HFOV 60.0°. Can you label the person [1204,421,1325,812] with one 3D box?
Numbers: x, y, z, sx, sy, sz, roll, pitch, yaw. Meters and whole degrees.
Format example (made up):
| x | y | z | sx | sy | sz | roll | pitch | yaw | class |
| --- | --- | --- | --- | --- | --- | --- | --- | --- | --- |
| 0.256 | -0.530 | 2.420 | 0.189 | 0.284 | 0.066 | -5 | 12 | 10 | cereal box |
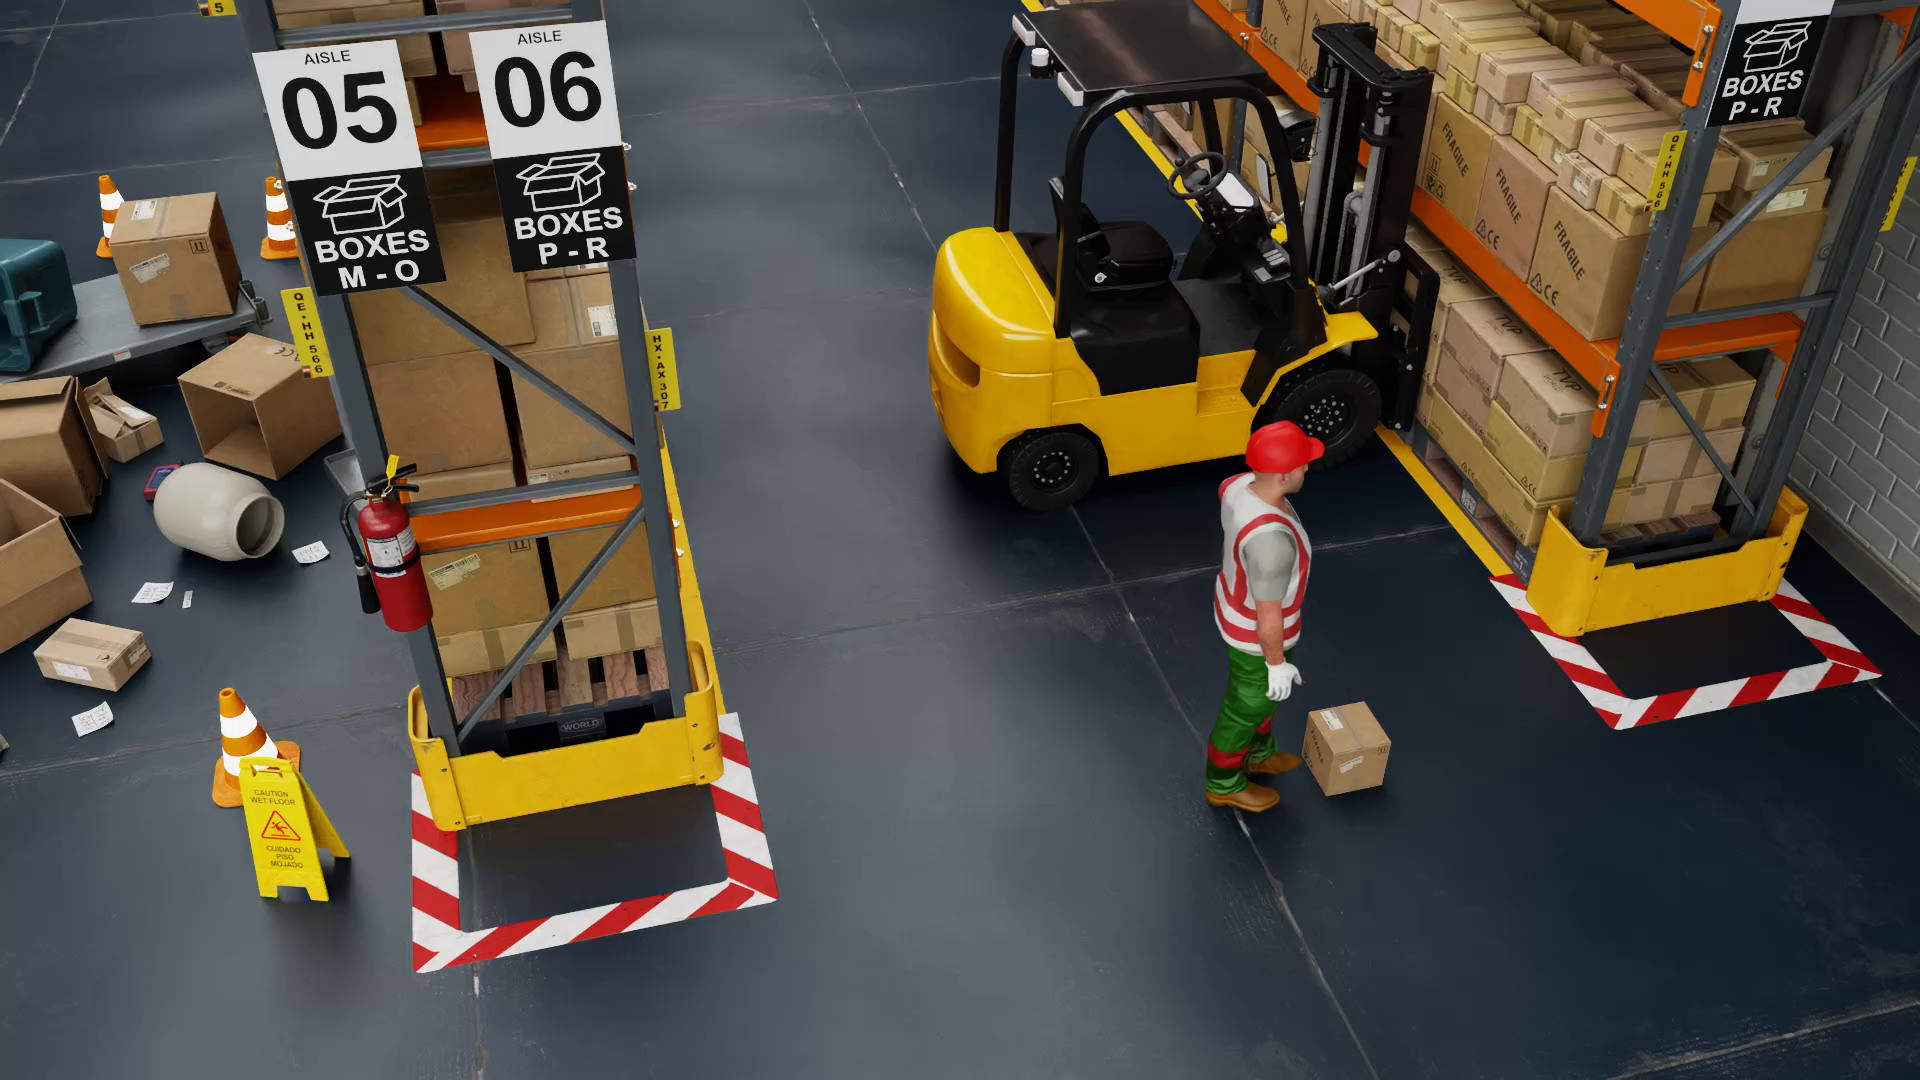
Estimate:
| x | y | z | sx | sy | sz | roll | pitch | yaw | class |
| --- | --- | --- | --- | --- | --- | --- | --- | --- | --- |
| 1.192 | 0.339 | 6.277 | 0.496 | 1.832 | 0.585 | -1 | 38 | -1 | person |
